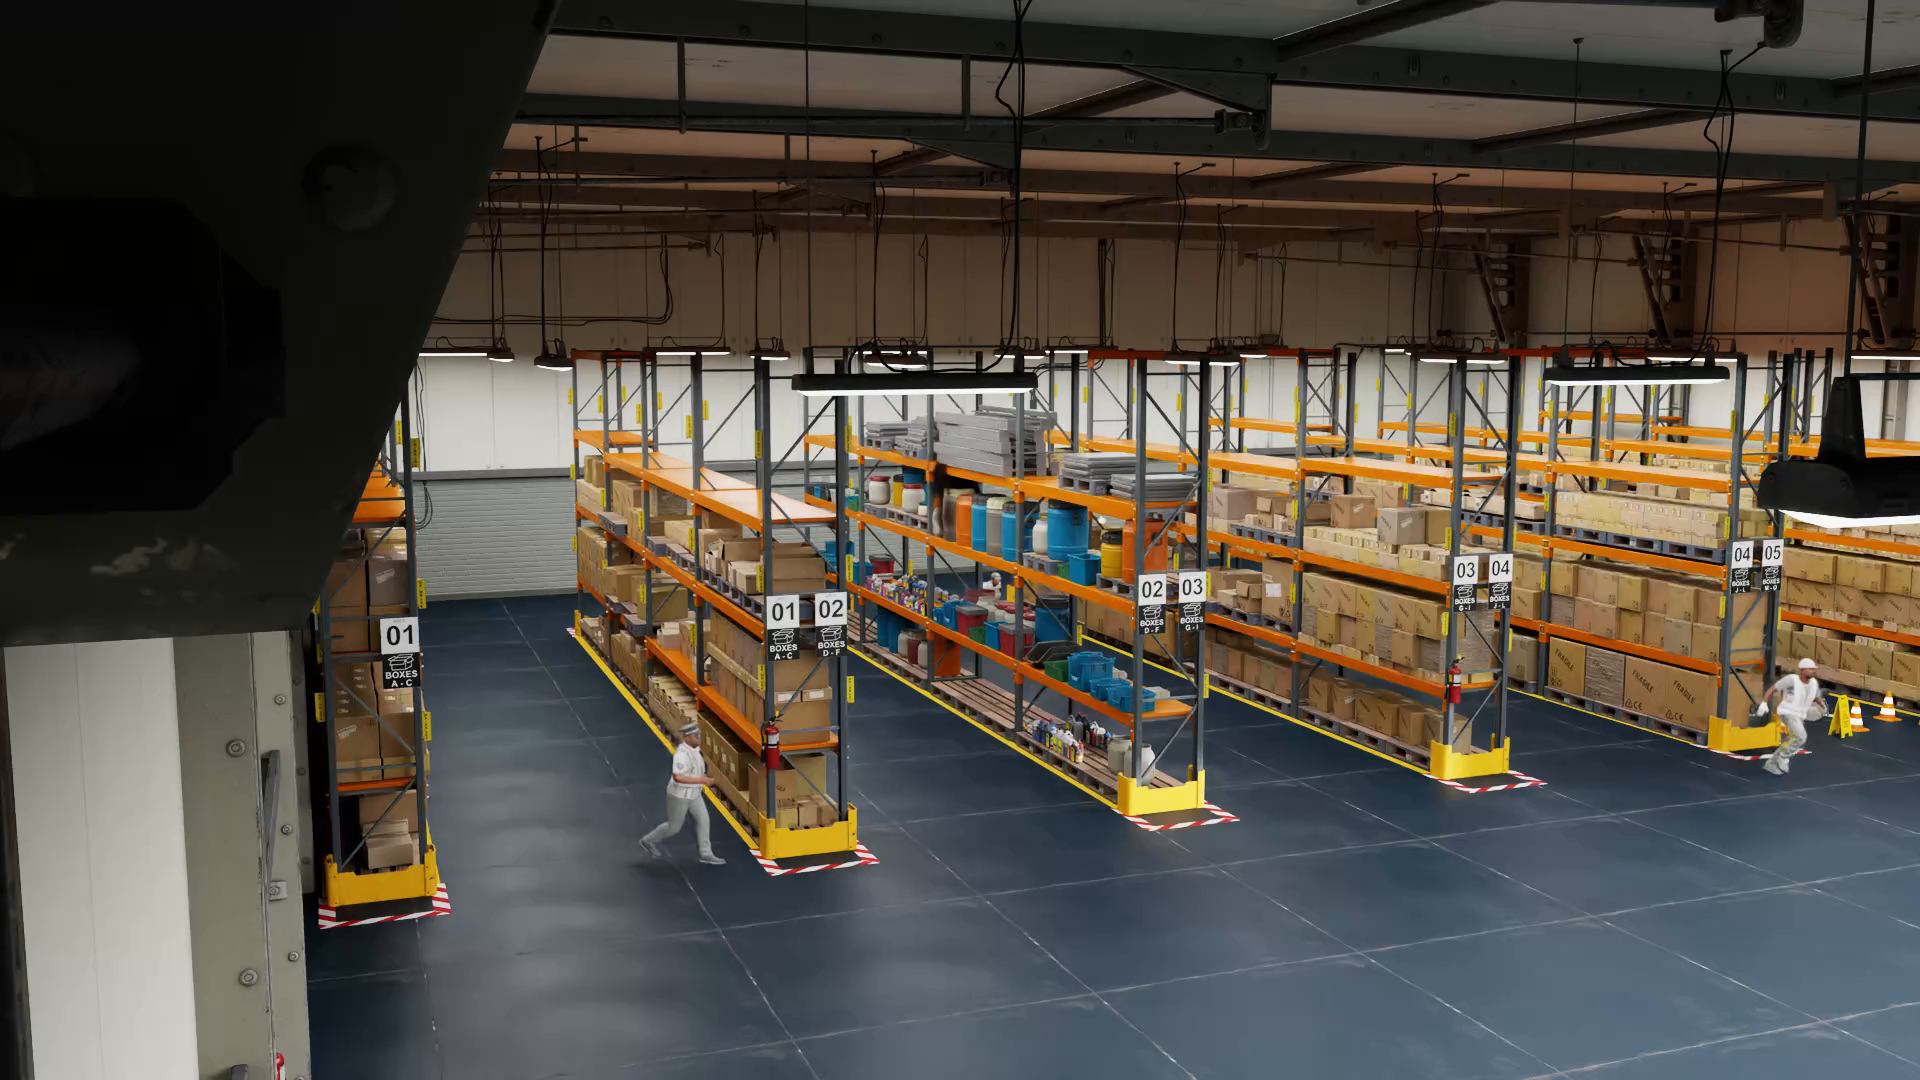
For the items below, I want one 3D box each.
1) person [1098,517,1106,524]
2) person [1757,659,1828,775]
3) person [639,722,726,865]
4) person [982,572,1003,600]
[{"bbox_3d":[3.514,0.254,42.287,0.680,1.763,0.946,-2,7,-14],"label":"person"},{"bbox_3d":[12.038,2.543,23.897,0.860,1.688,0.728,-4,8,-31],"label":"person"},{"bbox_3d":[-3.309,3.000,19.716,1.042,1.736,0.629,2,7,17],"label":"person"},{"bbox_3d":[0.515,1.416,33.425,0.631,1.629,1.000,-6,10,-42],"label":"person"}]
